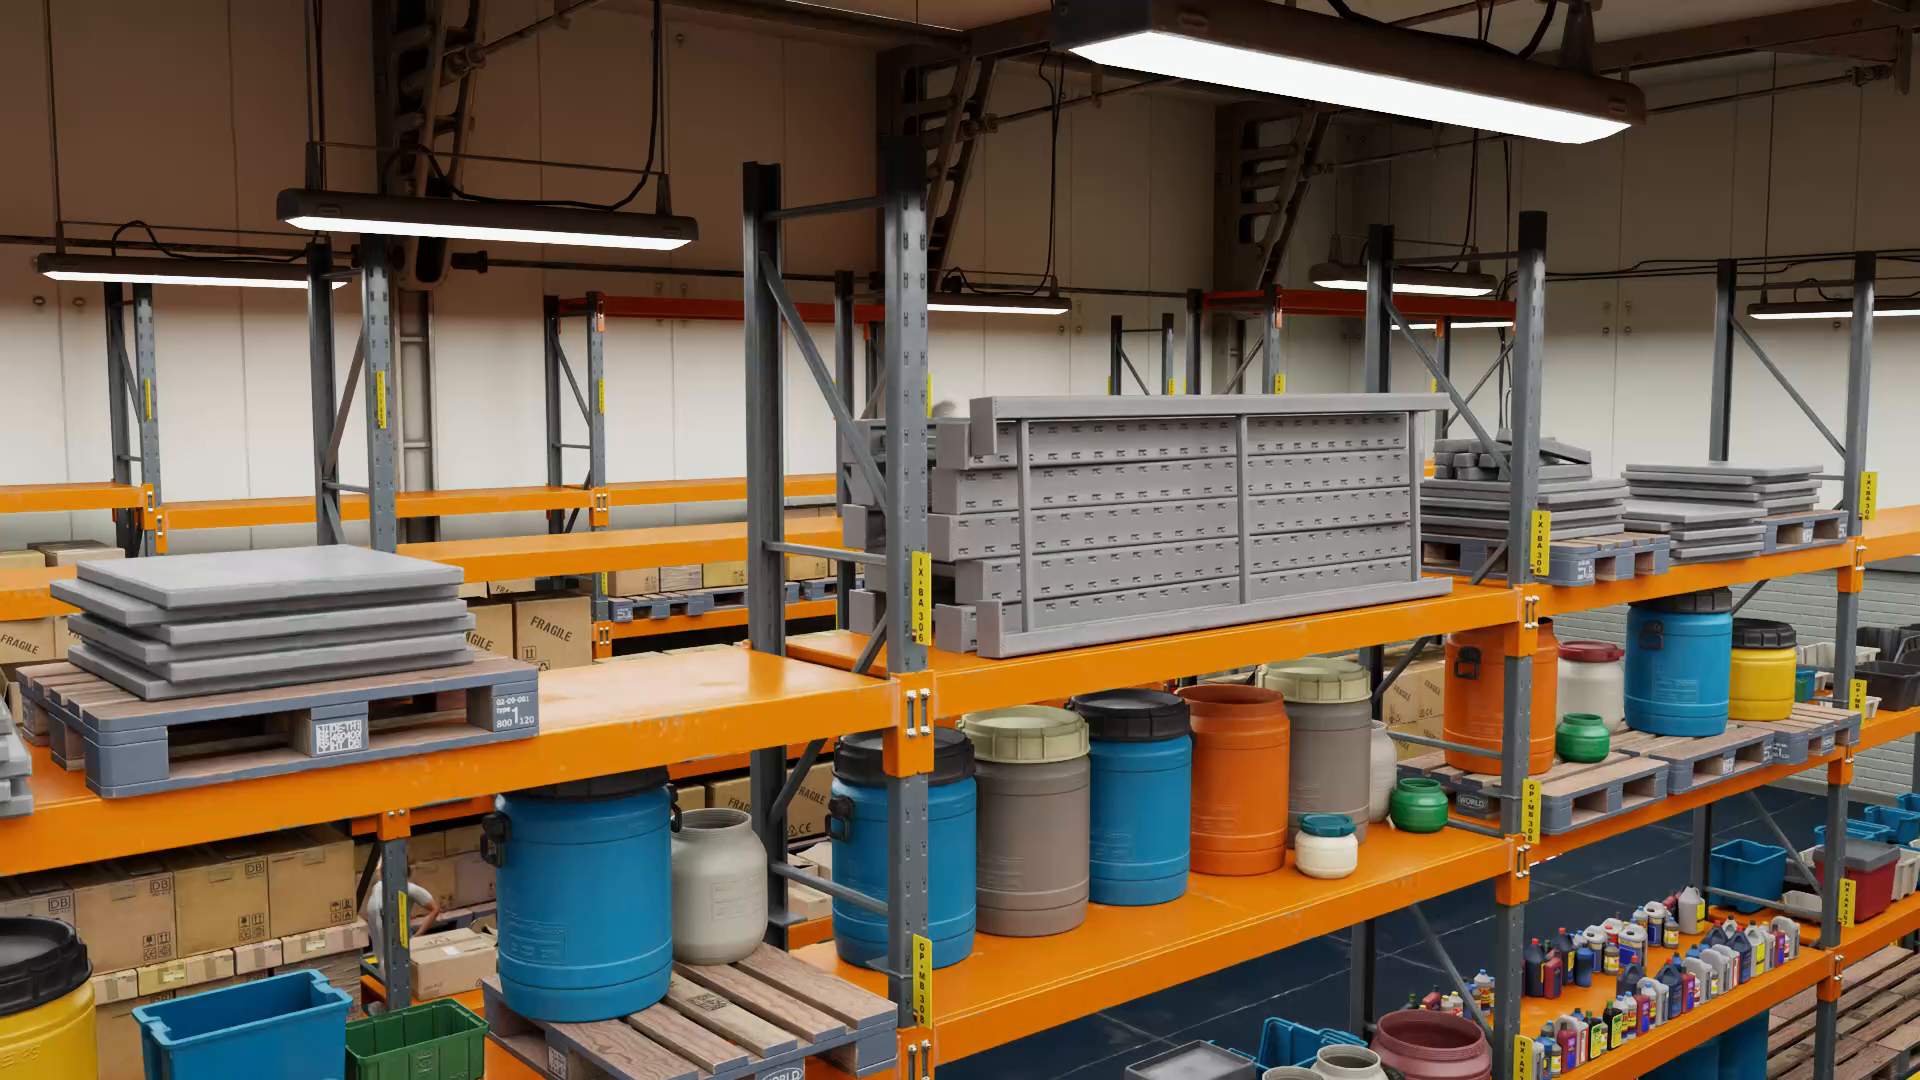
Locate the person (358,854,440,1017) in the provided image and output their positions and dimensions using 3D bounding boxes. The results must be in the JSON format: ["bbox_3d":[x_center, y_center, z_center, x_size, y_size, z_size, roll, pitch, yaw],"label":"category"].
[{"bbox_3d":[-4.217,3.125,12.407,0.555,1.705,0.833,5,8,43],"label":"person"}]
